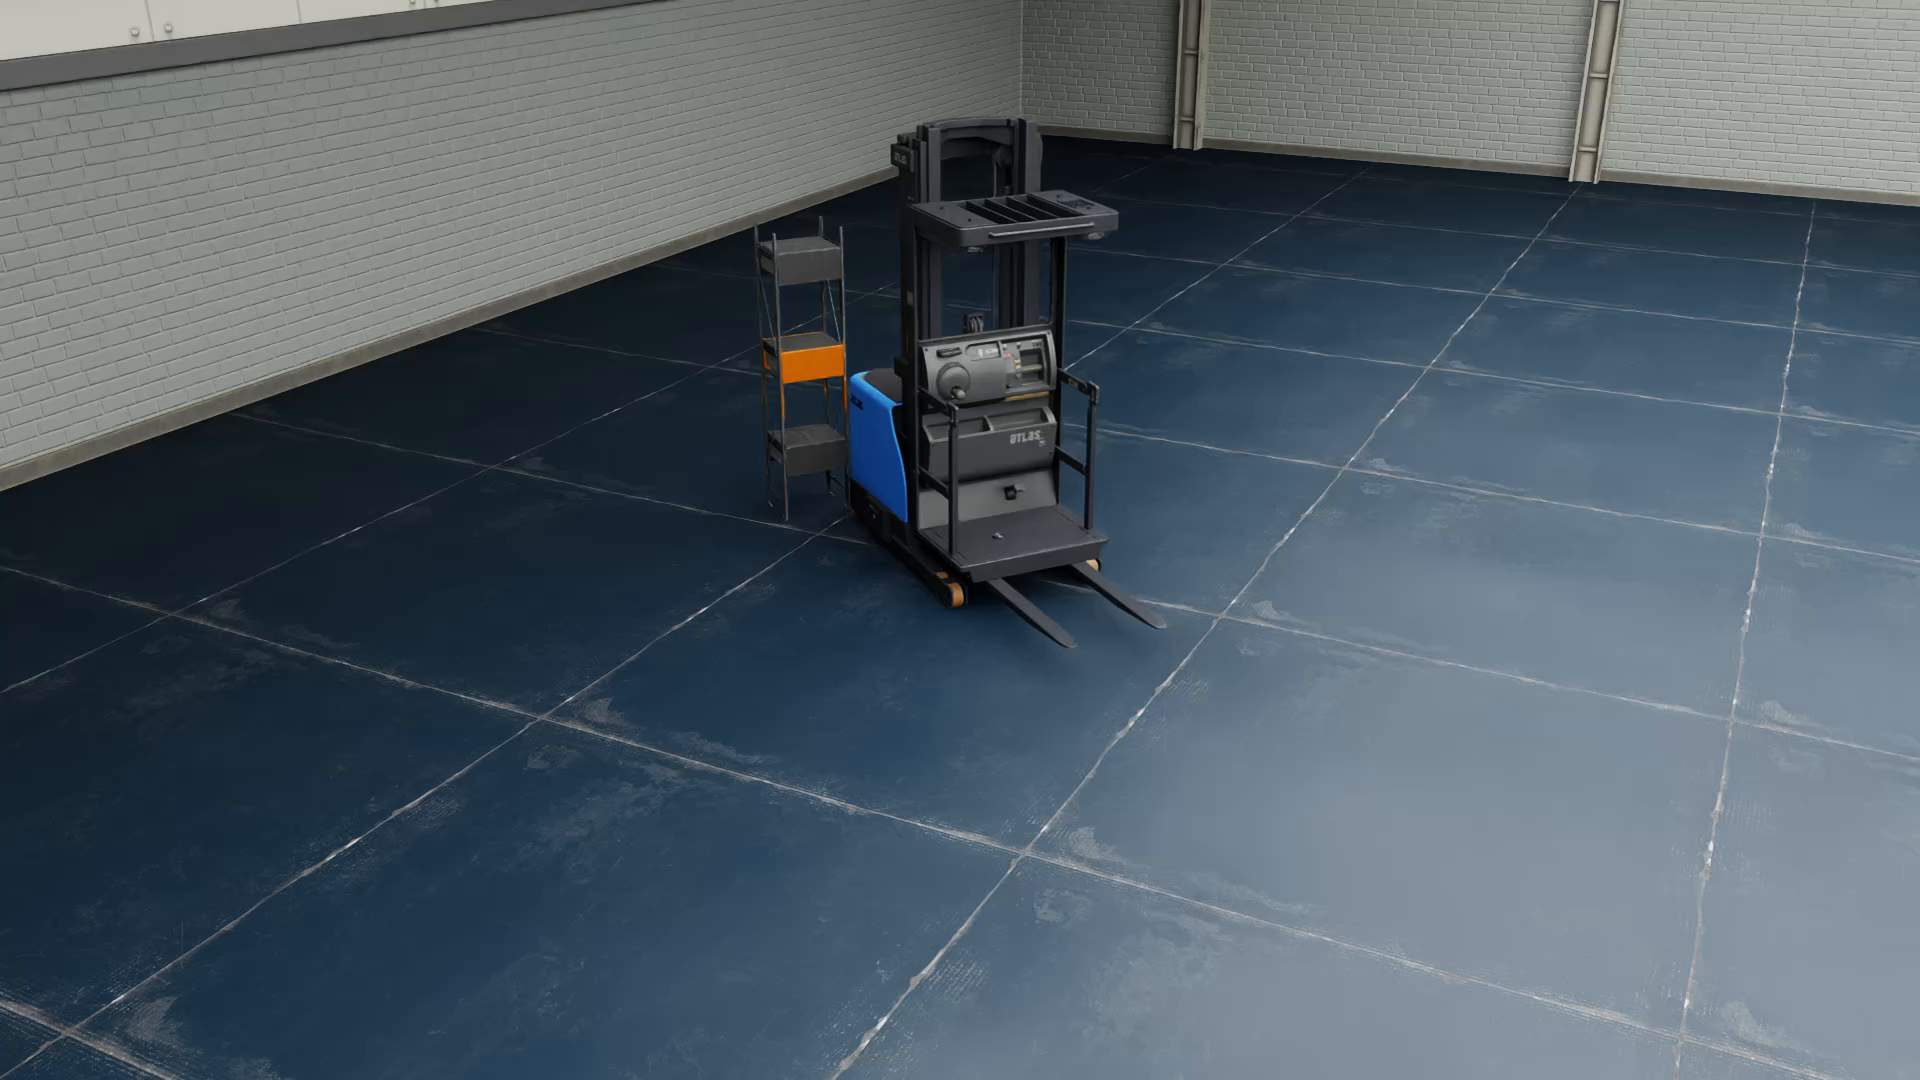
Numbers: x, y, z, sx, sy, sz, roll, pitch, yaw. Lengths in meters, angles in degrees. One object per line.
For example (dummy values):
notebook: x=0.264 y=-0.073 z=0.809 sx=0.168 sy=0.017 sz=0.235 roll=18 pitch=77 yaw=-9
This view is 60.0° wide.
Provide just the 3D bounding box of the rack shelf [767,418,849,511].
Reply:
rack shelf: x=-1.124 y=-0.561 z=12.208 sx=0.480 sy=0.518 sz=0.431 roll=-11 pitch=25 yaw=-24

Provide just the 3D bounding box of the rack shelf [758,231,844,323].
rack shelf: x=-1.124 y=-1.850 z=11.662 sx=0.480 sy=0.518 sz=0.431 roll=-11 pitch=25 yaw=-24

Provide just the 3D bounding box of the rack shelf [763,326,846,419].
rack shelf: x=-1.124 y=-1.205 z=11.935 sx=0.480 sy=0.518 sz=0.431 roll=-11 pitch=25 yaw=-24

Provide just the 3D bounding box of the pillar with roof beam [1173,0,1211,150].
pillar with roof beam: x=1.671 y=-8.862 z=21.089 sx=0.400 sy=9.000 sz=9.100 roll=11 pitch=25 yaw=25

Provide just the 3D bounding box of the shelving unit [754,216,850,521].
shelving unit: x=-1.124 y=-1.218 z=11.929 sx=0.503 sy=2.100 sz=0.431 roll=-11 pitch=25 yaw=-24

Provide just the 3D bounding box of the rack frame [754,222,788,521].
rack frame: x=-1.343 y=-1.175 z=11.829 sx=0.015 sy=2.100 sz=0.400 roll=-11 pitch=25 yaw=-24

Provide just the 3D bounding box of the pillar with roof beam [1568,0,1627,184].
pillar with roof beam: x=7.025 y=-7.802 z=18.597 sx=0.400 sy=9.000 sz=9.100 roll=11 pitch=25 yaw=25

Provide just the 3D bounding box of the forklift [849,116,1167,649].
forklift: x=0.289 y=-1.104 z=10.600 sx=1.130 sy=2.935 sz=3.031 roll=-11 pitch=25 yaw=-23

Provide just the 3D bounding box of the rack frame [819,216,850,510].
rack frame: x=-0.906 y=-1.260 z=12.029 sx=0.015 sy=2.100 sz=0.400 roll=-11 pitch=25 yaw=-24
